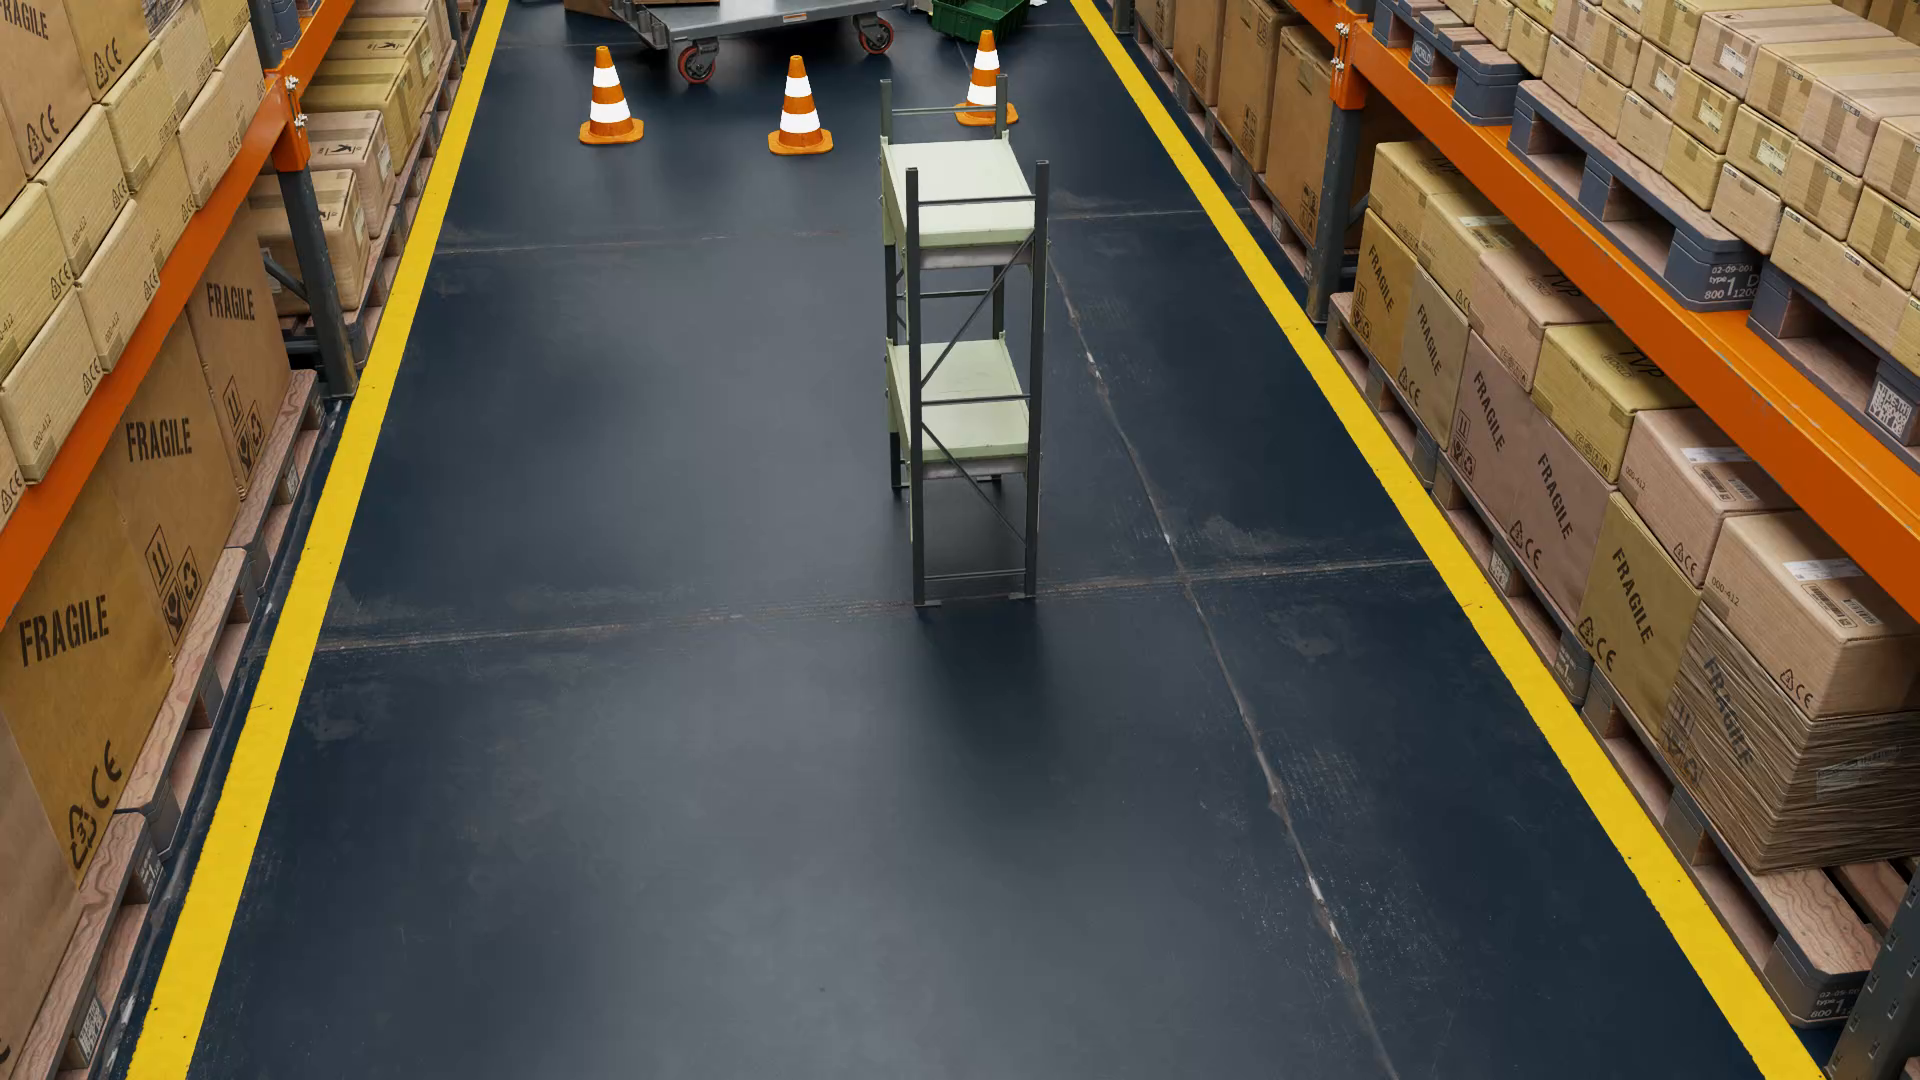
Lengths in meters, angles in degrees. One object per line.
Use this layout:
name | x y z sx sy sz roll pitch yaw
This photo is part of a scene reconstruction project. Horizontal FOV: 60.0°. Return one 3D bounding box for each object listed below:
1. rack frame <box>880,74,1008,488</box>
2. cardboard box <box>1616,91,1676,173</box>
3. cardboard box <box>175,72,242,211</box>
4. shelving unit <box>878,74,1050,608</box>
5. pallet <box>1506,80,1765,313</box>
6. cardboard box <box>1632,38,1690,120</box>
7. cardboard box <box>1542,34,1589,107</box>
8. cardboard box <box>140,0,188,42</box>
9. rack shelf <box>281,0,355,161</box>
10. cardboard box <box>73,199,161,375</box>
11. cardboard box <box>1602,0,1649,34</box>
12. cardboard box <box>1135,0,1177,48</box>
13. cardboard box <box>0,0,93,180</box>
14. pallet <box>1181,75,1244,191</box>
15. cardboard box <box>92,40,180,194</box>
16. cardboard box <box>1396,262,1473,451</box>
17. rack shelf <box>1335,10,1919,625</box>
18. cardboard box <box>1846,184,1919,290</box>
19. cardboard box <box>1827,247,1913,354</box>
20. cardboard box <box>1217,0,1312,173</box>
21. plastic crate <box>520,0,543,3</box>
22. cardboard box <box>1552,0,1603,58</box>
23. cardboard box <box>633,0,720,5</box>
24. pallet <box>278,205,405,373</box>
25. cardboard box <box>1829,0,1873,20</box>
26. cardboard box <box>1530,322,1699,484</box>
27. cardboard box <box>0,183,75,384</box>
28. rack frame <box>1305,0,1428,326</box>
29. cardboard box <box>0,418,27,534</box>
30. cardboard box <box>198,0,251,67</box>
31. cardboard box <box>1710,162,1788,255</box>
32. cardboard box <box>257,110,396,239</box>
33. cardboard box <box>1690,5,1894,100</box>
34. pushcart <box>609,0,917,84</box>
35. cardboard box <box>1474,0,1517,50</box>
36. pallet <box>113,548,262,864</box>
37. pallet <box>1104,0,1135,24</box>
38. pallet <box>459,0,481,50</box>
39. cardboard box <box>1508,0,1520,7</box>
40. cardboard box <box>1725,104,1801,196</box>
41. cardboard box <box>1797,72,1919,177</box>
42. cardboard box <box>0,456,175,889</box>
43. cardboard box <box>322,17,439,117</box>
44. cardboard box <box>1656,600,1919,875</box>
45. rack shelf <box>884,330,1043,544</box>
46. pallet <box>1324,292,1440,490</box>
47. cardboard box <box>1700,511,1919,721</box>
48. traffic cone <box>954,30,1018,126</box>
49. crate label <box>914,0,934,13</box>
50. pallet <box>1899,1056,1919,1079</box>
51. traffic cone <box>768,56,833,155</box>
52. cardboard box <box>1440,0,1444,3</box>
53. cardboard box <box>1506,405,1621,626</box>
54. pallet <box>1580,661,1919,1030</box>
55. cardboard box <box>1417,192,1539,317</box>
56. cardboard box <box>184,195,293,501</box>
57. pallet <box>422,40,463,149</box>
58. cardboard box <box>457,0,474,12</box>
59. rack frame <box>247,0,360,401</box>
rack frame | -0.050 -0.828 5.633 0.400 1.500 0.023 -4 35 -6
cardboard box | 2.070 -1.144 4.615 0.380 0.149 0.250 -5 35 -8
cardboard box | -2.486 -1.184 4.958 0.500 0.250 0.500 -4 34 -6
shelving unit | -0.001 -0.623 5.333 0.431 1.500 0.755 -4 35 -6
pallet | 2.303 -1.043 4.788 1.003 0.211 1.213 -4 35 -6
cardboard box | 2.077 -1.263 4.526 0.380 0.149 0.250 -3 34 -5
cardboard box | 2.005 -1.430 5.035 0.380 0.149 0.250 -3 34 -5
cardboard box | -2.489 -1.693 4.594 0.500 0.500 0.500 -4 34 -6
rack shelf | -3.164 -2.612 7.557 1.077 0.370 4.000 -4 35 -6
cardboard box | -2.337 -0.620 4.129 0.500 0.250 0.500 -5 35 -7
cardboard box | 2.045 -1.534 4.659 0.380 0.149 0.250 -3 34 -5
cardboard box | 1.631 -3.361 9.642 1.050 0.750 0.750 -5 35 -7
cardboard box | -2.368 -1.132 3.771 0.500 0.500 0.500 -5 35 -7
pallet | 1.804 -2.197 8.786 1.003 0.211 1.213 -4 35 -6
cardboard box | -2.417 -1.116 4.414 0.500 0.250 0.500 -5 35 -8
cardboard box | 1.910 -0.670 5.917 0.500 0.500 0.500 -4 34 -6
rack shelf | 2.265 -0.811 4.915 1.077 0.370 4.000 -4 35 -6
cardboard box | 2.218 -0.677 3.666 0.380 0.149 0.250 -3 34 -4
cardboard box | 2.218 -0.552 3.747 0.380 0.149 0.250 -4 35 -7
cardboard box | 1.883 -2.302 8.089 1.050 0.750 0.750 -4 34 -6
plastic crate | -2.832 -3.757 11.191 0.402 0.080 0.583 -16 38 -23
cardboard box | 2.007 -1.552 4.950 0.380 0.149 0.250 -4 35 -6
cardboard box | -1.673 -3.456 9.706 0.500 0.500 0.500 -4 35 -6
pallet | -2.999 -1.077 7.142 1.003 0.211 1.213 -4 35 -6
cardboard box | 2.688 -1.579 4.726 0.380 0.149 0.250 -3 34 -4
cardboard box | 2.043 -0.421 4.885 0.500 0.250 0.500 -6 35 -8
cardboard box | -2.276 -0.545 3.575 0.500 0.250 0.500 -4 34 -6
rack frame | 1.996 -2.224 6.350 1.000 3.000 0.127 -4 35 -6
cardboard box | -2.226 -0.053 3.297 0.500 0.250 0.500 -5 35 -8
cardboard box | -2.578 -1.686 5.250 0.500 0.250 0.500 -4 35 -7
cardboard box | 2.141 -0.847 4.180 0.380 0.149 0.250 -6 35 -8
cardboard box | -3.068 -1.608 7.406 0.950 0.372 0.625 -5 35 -7
cardboard box | 2.112 -1.244 4.234 0.380 0.149 0.250 -6 35 -9
pushcart | -1.181 -3.142 10.025 1.648 0.377 0.936 -16 38 -23
cardboard box | 1.929 -1.729 5.473 0.380 0.149 0.250 -3 34 -4
pallet | -2.703 0.484 4.852 1.003 0.211 1.213 -4 35 -6
pallet | 1.434 -3.734 11.042 1.003 0.211 1.213 -4 35 -6
pallet | -3.558 -3.245 10.324 1.003 0.211 1.213 -4 35 -6
cardboard box | 1.940 -1.832 5.361 0.380 0.149 0.250 -5 35 -8
cardboard box | 2.143 -0.975 4.103 0.380 0.149 0.250 -6 35 -9
cardboard box | 2.181 -0.957 3.813 0.380 0.149 0.250 -4 35 -7
cardboard box | -2.649 0.300 4.159 0.875 0.875 0.875 -3 34 -5
cardboard box | -3.260 -2.419 8.597 0.950 0.372 0.625 -2 34 -3
cardboard box | 2.185 0.473 4.238 0.500 0.500 0.500 -5 35 -7
rack shelf | -0.001 -0.354 5.517 0.431 0.370 0.720 -4 35 -6
pallet | 2.100 -0.636 6.495 1.003 0.211 1.213 -4 35 -6
cardboard box | 2.184 0.161 4.031 0.500 0.250 0.500 -5 35 -8
traffic cone | 0.142 -2.545 9.074 0.336 0.463 0.334 -4 35 -6
crate label | -0.219 -3.525 10.801 0.250 0.136 0.298 27 43 34
pallet | 2.660 1.532 3.314 1.003 0.211 1.213 -4 35 -6
traffic cone | -0.849 -2.305 8.721 0.336 0.463 0.334 -4 35 -6
cardboard box | 1.856 -2.029 5.914 0.380 0.149 0.250 -5 35 -7
cardboard box | 2.052 -0.099 5.079 0.500 0.500 0.500 -5 35 -7
pallet | 2.428 0.726 4.497 1.003 0.211 1.213 -4 35 -6
cardboard box | 1.917 -0.988 5.718 0.500 0.250 0.500 -5 35 -7
cardboard box | -2.885 -0.697 5.622 0.875 0.875 0.875 -5 35 -7
pallet | -3.327 -2.438 9.140 1.003 0.211 1.213 -4 35 -6
cardboard box | -3.245 -3.412 10.162 0.500 0.250 0.500 -6 35 -9
rack frame | -2.895 -1.793 5.717 1.000 3.000 0.127 -4 35 -6
